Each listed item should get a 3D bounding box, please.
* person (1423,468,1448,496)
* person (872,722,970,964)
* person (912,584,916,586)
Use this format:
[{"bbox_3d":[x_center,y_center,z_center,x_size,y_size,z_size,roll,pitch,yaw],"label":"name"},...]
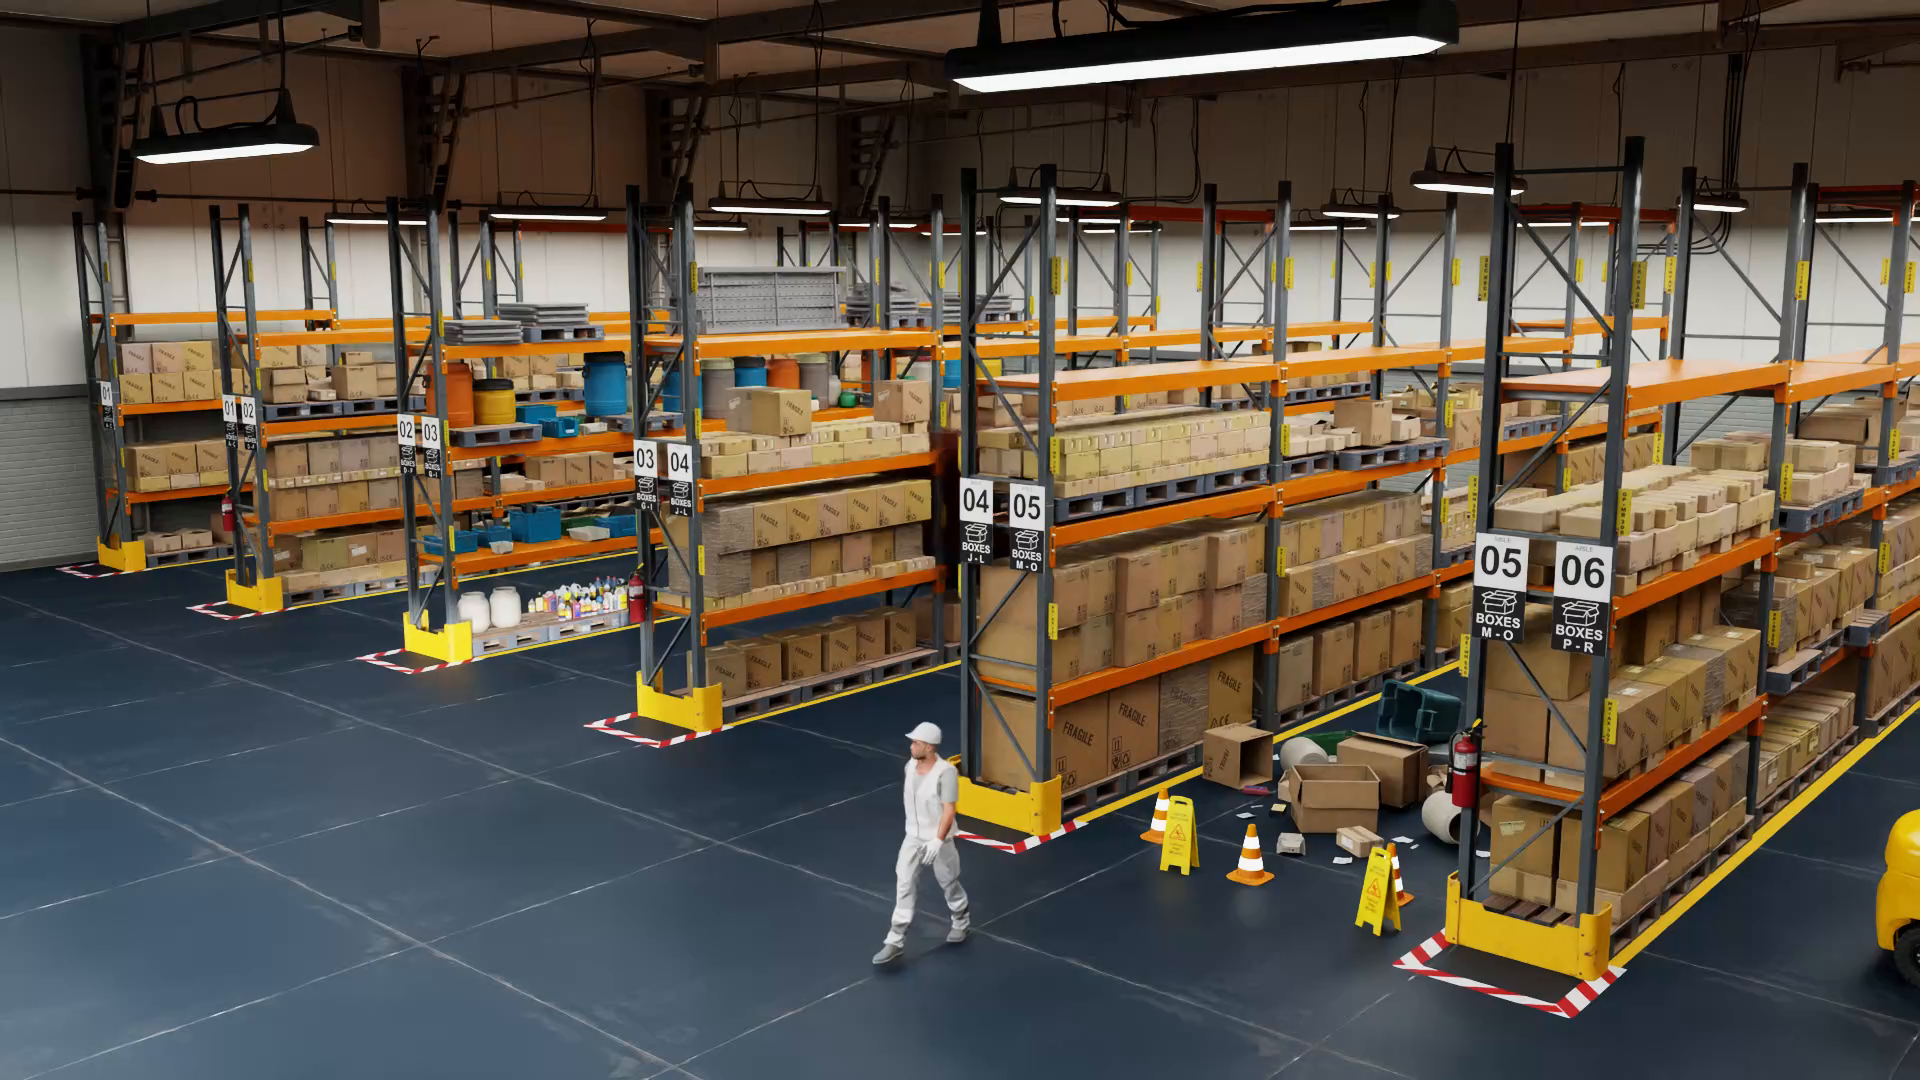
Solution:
[{"bbox_3d":[8.675,-0.667,30.365,0.552,1.659,0.745,-3,10,-19],"label":"person"},{"bbox_3d":[-0.290,2.235,12.414,0.565,1.746,0.978,7,12,37],"label":"person"},{"bbox_3d":[-0.728,-0.164,25.430,0.431,1.692,0.514,-4,10,-21],"label":"person"}]
